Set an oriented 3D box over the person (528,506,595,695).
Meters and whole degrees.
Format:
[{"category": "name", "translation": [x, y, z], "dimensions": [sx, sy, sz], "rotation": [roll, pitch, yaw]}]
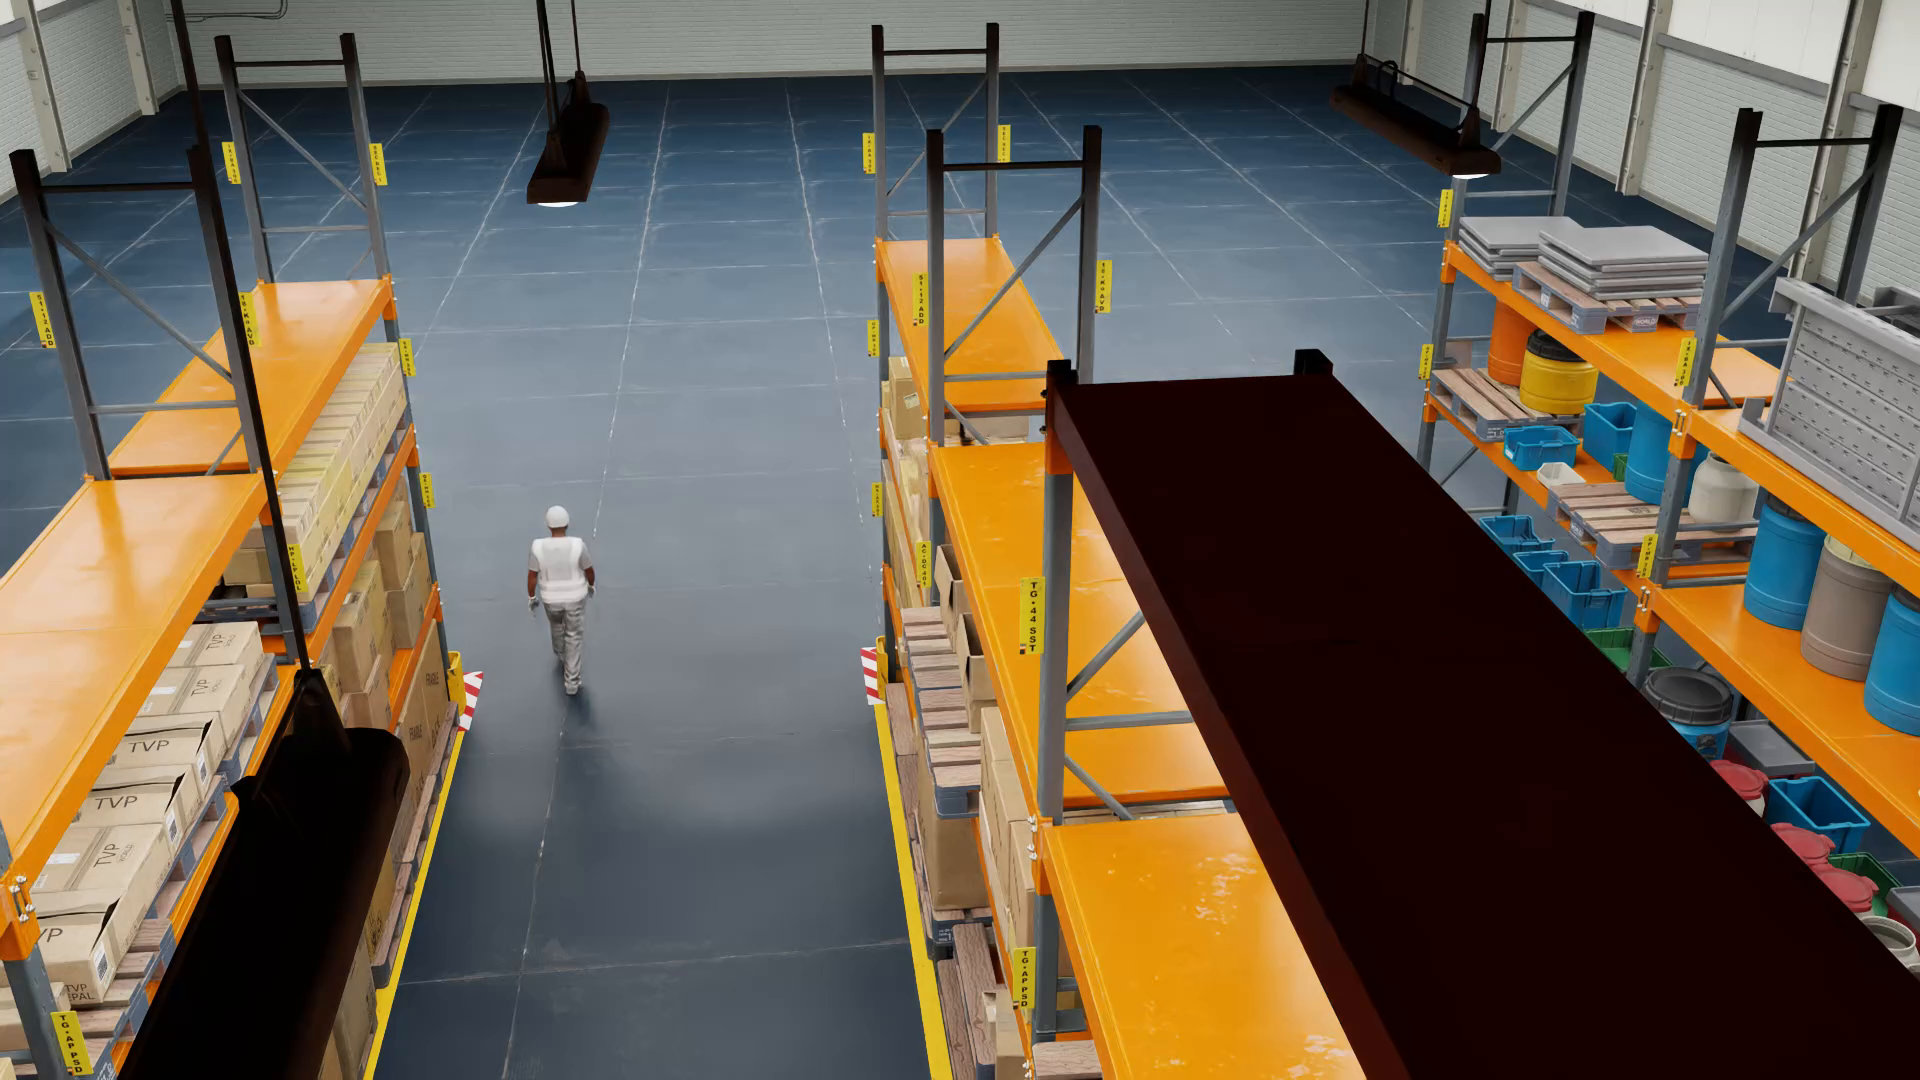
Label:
[{"category": "person", "translation": [-3.667, 0.461, 15.447], "dimensions": [0.605, 1.737, 0.925], "rotation": [0, 25, 1]}]
